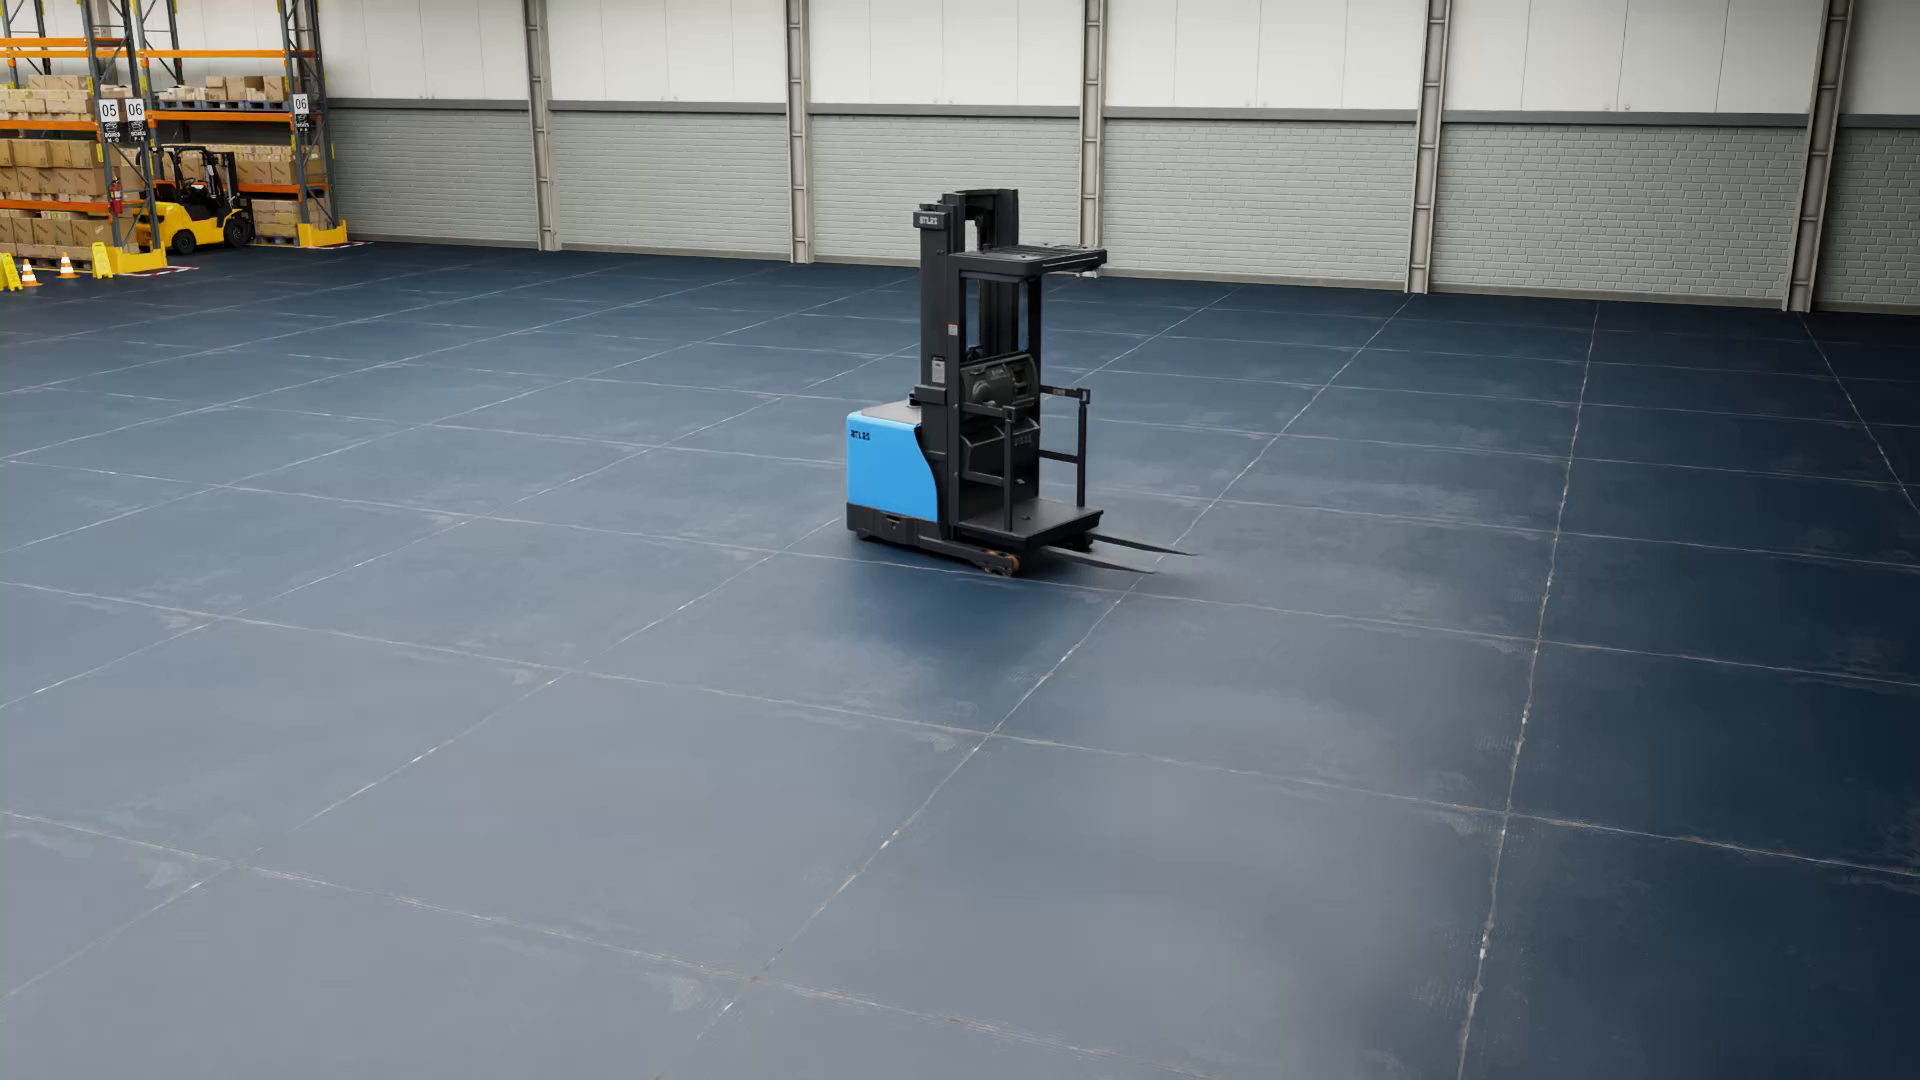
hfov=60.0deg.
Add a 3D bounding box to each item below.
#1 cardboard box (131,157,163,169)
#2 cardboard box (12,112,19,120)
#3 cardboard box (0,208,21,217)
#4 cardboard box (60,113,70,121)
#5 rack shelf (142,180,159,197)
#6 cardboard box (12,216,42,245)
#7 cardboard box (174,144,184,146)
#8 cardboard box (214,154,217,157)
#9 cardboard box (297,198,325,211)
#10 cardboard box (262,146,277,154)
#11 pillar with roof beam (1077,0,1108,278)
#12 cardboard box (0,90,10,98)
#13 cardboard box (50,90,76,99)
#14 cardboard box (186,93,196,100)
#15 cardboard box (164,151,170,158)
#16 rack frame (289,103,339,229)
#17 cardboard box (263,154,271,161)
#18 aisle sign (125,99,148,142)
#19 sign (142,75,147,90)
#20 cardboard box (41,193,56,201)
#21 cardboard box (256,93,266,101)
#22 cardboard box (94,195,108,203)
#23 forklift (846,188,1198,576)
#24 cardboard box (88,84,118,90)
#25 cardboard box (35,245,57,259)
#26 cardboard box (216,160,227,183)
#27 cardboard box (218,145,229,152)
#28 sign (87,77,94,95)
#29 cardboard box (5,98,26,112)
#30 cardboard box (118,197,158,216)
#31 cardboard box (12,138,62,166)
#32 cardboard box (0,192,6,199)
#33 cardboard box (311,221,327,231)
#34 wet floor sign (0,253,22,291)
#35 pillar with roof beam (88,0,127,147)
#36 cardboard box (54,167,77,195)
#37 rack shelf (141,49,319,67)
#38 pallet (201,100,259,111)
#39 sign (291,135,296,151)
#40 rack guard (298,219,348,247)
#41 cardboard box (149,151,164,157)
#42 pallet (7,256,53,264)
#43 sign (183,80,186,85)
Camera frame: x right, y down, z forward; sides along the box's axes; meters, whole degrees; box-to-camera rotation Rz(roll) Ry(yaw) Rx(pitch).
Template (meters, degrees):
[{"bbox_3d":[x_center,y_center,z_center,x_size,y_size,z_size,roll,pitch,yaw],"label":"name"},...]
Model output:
[{"bbox_3d":[-18.272,-8.501,37.448,0.500,0.250,0.500,6,17,19],"label":"cardboard box"},{"bbox_3d":[-17.903,-8.127,31.859,0.250,0.149,0.380,6,17,21],"label":"cardboard box"},{"bbox_3d":[-18.517,-6.403,32.520,0.250,0.149,0.380,7,18,23],"label":"cardboard box"},{"bbox_3d":[-16.731,-7.989,31.382,0.250,0.149,0.380,7,18,22],"label":"cardboard box"},{"bbox_3d":[-19.582,-8.208,38.357,4.000,0.370,1.077,6,17,21],"label":"rack shelf"},{"bbox_3d":[-18.106,-6.067,32.525,0.500,0.500,0.500,7,18,24],"label":"cardboard box"},{"bbox_3d":[-17.251,-8.743,37.033,0.250,0.149,0.380,7,17,21],"label":"cardboard box"},{"bbox_3d":[-16.342,-8.469,36.623,0.250,0.149,0.380,6,17,19],"label":"cardboard box"},{"bbox_3d":[-14.378,-7.399,36.666,0.500,0.250,0.500,6,17,20],"label":"cardboard box"},{"bbox_3d":[-14.905,-8.461,36.061,0.250,0.149,0.380,7,17,22],"label":"cardboard box"},{"bbox_3d":[0.847,-8.168,26.168,0.400,9.000,9.100,6,17,21],"label":"pillar with roof beam"},{"bbox_3d":[-18.135,-8.528,31.809,0.250,0.149,0.380,6,17,20],"label":"cardboard box"},{"bbox_3d":[-16.929,-8.410,31.402,0.250,0.149,0.380,6,17,21],"label":"cardboard box"},{"bbox_3d":[-16.701,-9.715,36.396,0.250,0.149,0.380,7,18,22],"label":"cardboard box"},{"bbox_3d":[-17.522,-8.608,37.100,0.250,0.149,0.380,6,17,20],"label":"cardboard box"},{"bbox_3d":[-14.001,-7.940,36.142,0.127,3.000,1.000,6,17,21],"label":"rack frame"},{"bbox_3d":[-14.894,-8.323,36.119,0.250,0.149,0.380,7,17,22],"label":"cardboard box"},{"bbox_3d":[-15.647,-7.974,31.599,0.004,0.787,0.394,6,17,21],"label":"aisle sign"},{"bbox_3d":[-17.912,-10.047,36.529,0.005,0.325,0.100,6,17,21],"label":"sign"},{"bbox_3d":[-17.460,-6.627,32.070,0.250,0.149,0.380,6,17,20],"label":"cardboard box"},{"bbox_3d":[-14.883,-9.515,35.707,0.250,0.149,0.380,6,17,19],"label":"cardboard box"},{"bbox_3d":[-16.245,-6.514,31.682,0.250,0.149,0.380,7,18,22],"label":"cardboard box"},{"bbox_3d":[0.487,-1.285,13.343,3.031,2.935,1.130,13,21,38],"label":"forklift"},{"bbox_3d":[-19.199,-10.086,37.381,0.500,0.311,0.500,6,17,19],"label":"cardboard box"},{"bbox_3d":[-17.637,-5.653,32.445,0.500,0.250,0.500,6,17,19],"label":"cardboard box"},{"bbox_3d":[-15.983,-8.126,36.606,0.500,0.500,0.500,6,17,21],"label":"cardboard box"},{"bbox_3d":[-16.068,-8.610,36.573,0.250,0.149,0.380,6,17,21],"label":"cardboard box"},{"bbox_3d":[-16.041,-8.376,30.676,0.005,0.325,0.100,6,17,21],"label":"sign"},{"bbox_3d":[-17.816,-8.300,31.740,0.500,0.250,0.500,6,17,21],"label":"cardboard box"},{"bbox_3d":[-18.930,-7.542,38.278,0.625,0.625,0.875,6,17,20],"label":"cardboard box"},{"bbox_3d":[-17.767,-7.485,32.069,0.500,0.500,0.700,6,17,20],"label":"cardboard box"},{"bbox_3d":[-18.635,-6.759,32.526,0.250,0.149,0.380,7,18,22],"label":"cardboard box"},{"bbox_3d":[-14.386,-6.922,36.815,0.500,0.250,0.500,6,17,21],"label":"cardboard box"},{"bbox_3d":[-16.787,-4.738,29.336,0.232,0.644,0.267,3,17,11],"label":"wet floor sign"},{"bbox_3d":[-21.479,-10.623,34.625,0.400,9.000,9.100,6,17,21],"label":"pillar with roof beam"},{"bbox_3d":[-16.889,-6.879,31.777,0.500,0.500,0.500,6,17,21],"label":"cardboard box"},{"bbox_3d":[-15.861,-10.488,36.167,4.000,0.370,1.077,6,17,21],"label":"rack shelf"},{"bbox_3d":[-15.788,-9.541,36.437,1.213,0.211,1.003,6,17,21],"label":"pallet"},{"bbox_3d":[-14.213,-8.470,35.468,0.005,0.325,0.100,6,17,21],"label":"sign"},{"bbox_3d":[-13.978,-6.737,36.482,0.348,0.500,1.175,6,17,21],"label":"rack guard"},{"bbox_3d":[-18.121,-8.686,37.369,0.250,0.149,0.380,7,18,23],"label":"cardboard box"},{"bbox_3d":[-18.902,-5.662,33.300,1.213,0.211,1.003,6,17,21],"label":"pallet"},{"bbox_3d":[-17.520,-10.220,37.547,0.005,0.325,0.100,6,17,21],"label":"sign"}]
